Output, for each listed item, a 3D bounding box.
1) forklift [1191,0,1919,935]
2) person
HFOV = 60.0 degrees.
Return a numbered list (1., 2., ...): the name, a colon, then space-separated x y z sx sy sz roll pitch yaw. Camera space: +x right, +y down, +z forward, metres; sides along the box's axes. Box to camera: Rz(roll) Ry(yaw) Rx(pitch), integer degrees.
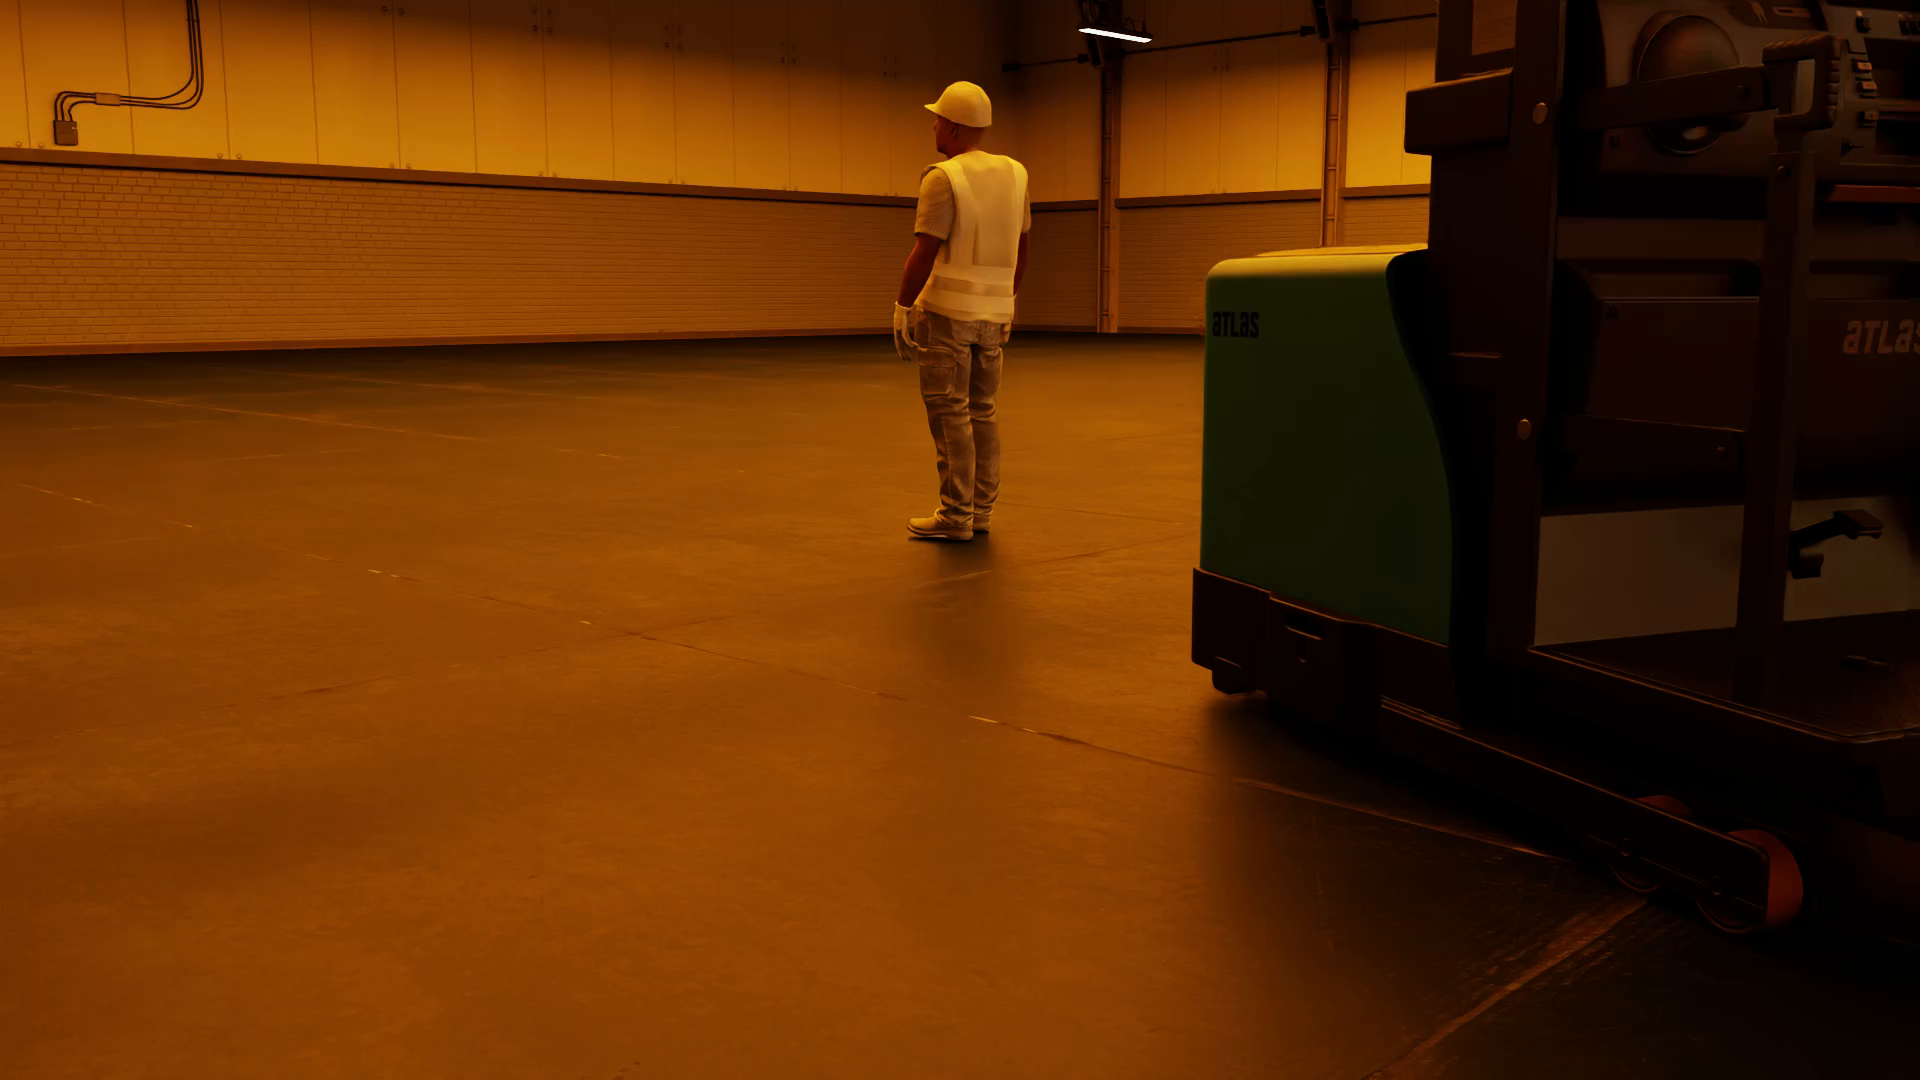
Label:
1. forklift: 1.599 -0.900 2.852 1.130 2.935 3.031 -3 9 -21
2. person: -0.046 -0.898 6.639 0.575 1.785 0.657 8 12 43
